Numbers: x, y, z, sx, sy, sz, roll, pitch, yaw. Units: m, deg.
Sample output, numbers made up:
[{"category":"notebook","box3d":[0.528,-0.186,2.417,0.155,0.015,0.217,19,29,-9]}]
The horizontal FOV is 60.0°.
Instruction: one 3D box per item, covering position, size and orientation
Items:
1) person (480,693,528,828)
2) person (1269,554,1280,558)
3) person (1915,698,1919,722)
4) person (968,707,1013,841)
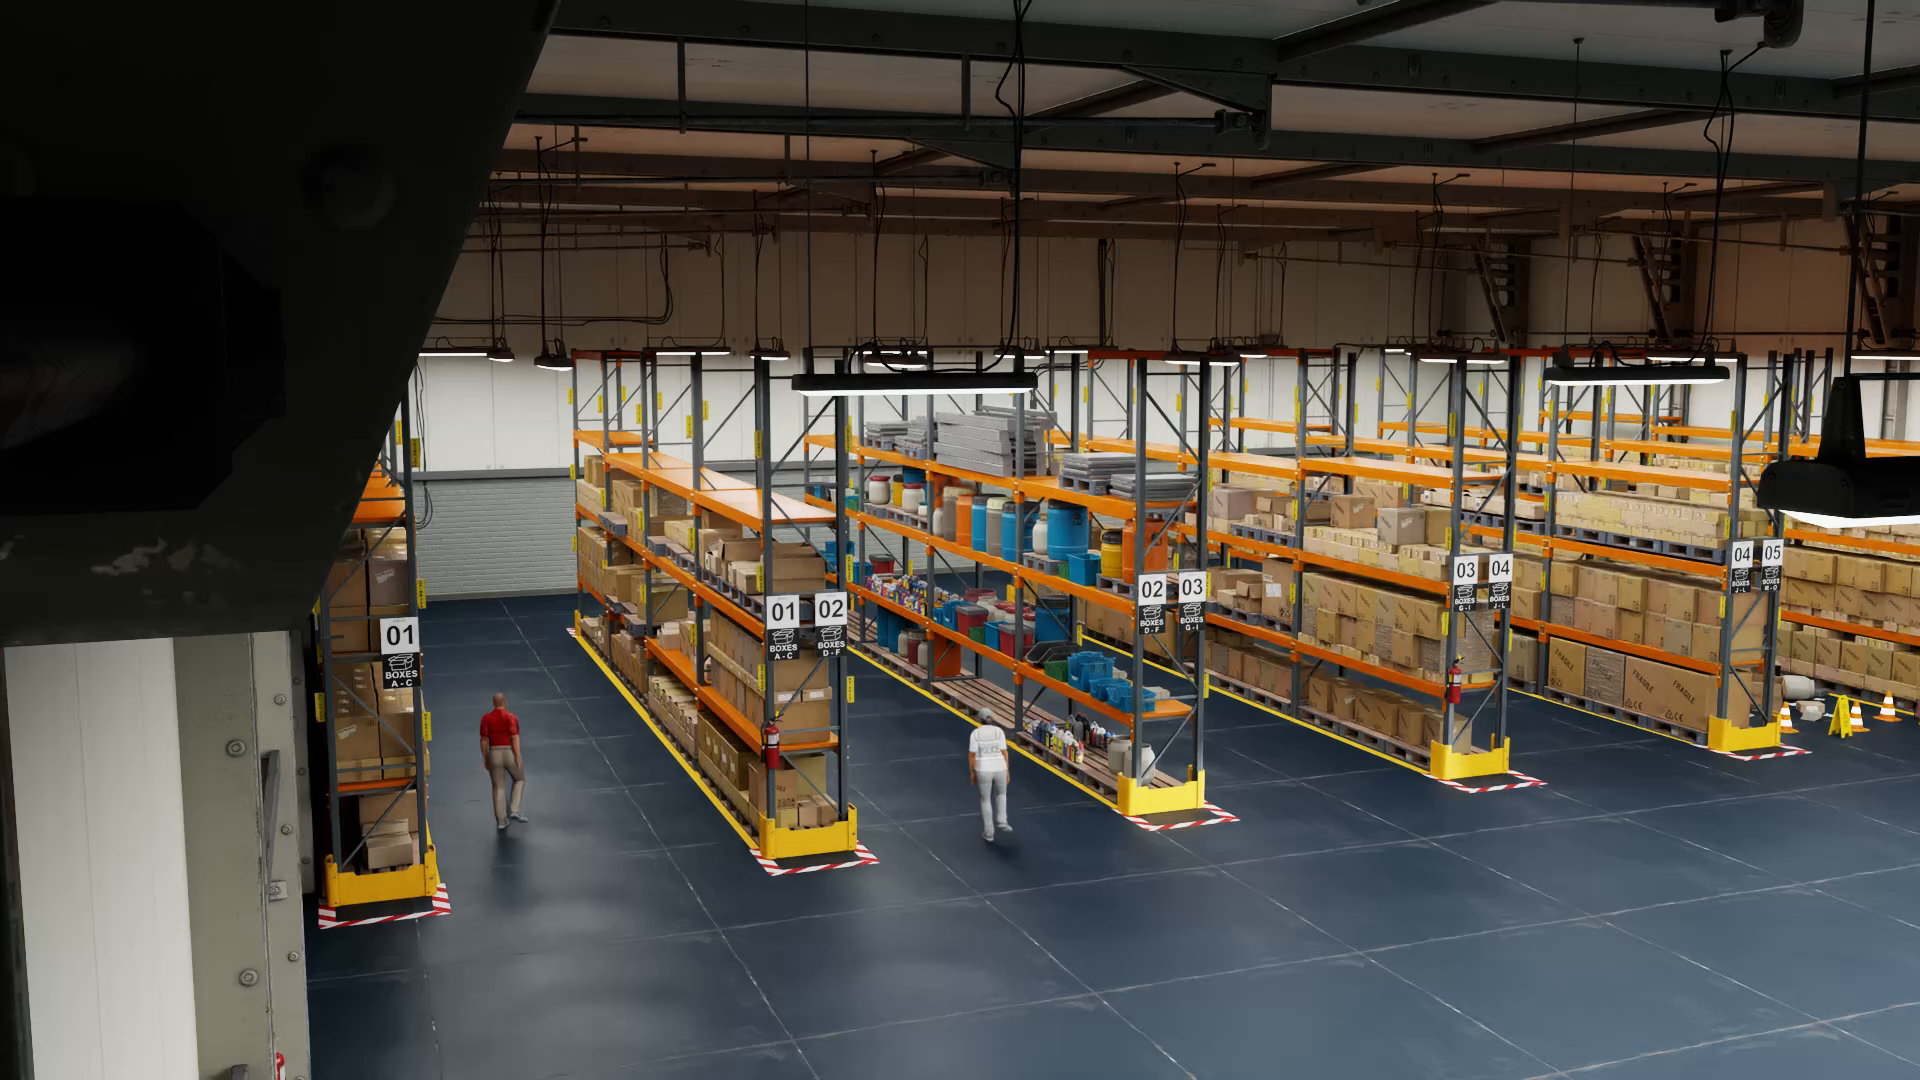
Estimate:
[{"category":"person","box3d":[-5.876,2.829,21.365,0.564,1.728,0.526,-1,7,-6]},{"category":"person","box3d":[6.610,1.149,34.732,0.594,1.765,0.548,-3,8,-21]},{"category":"person","box3d":[14.866,2.354,25.278,0.605,1.657,0.454,-3,8,-25]},{"category":"person","box3d":[0.380,2.922,20.845,0.544,1.653,0.484,-1,7,-11]}]
